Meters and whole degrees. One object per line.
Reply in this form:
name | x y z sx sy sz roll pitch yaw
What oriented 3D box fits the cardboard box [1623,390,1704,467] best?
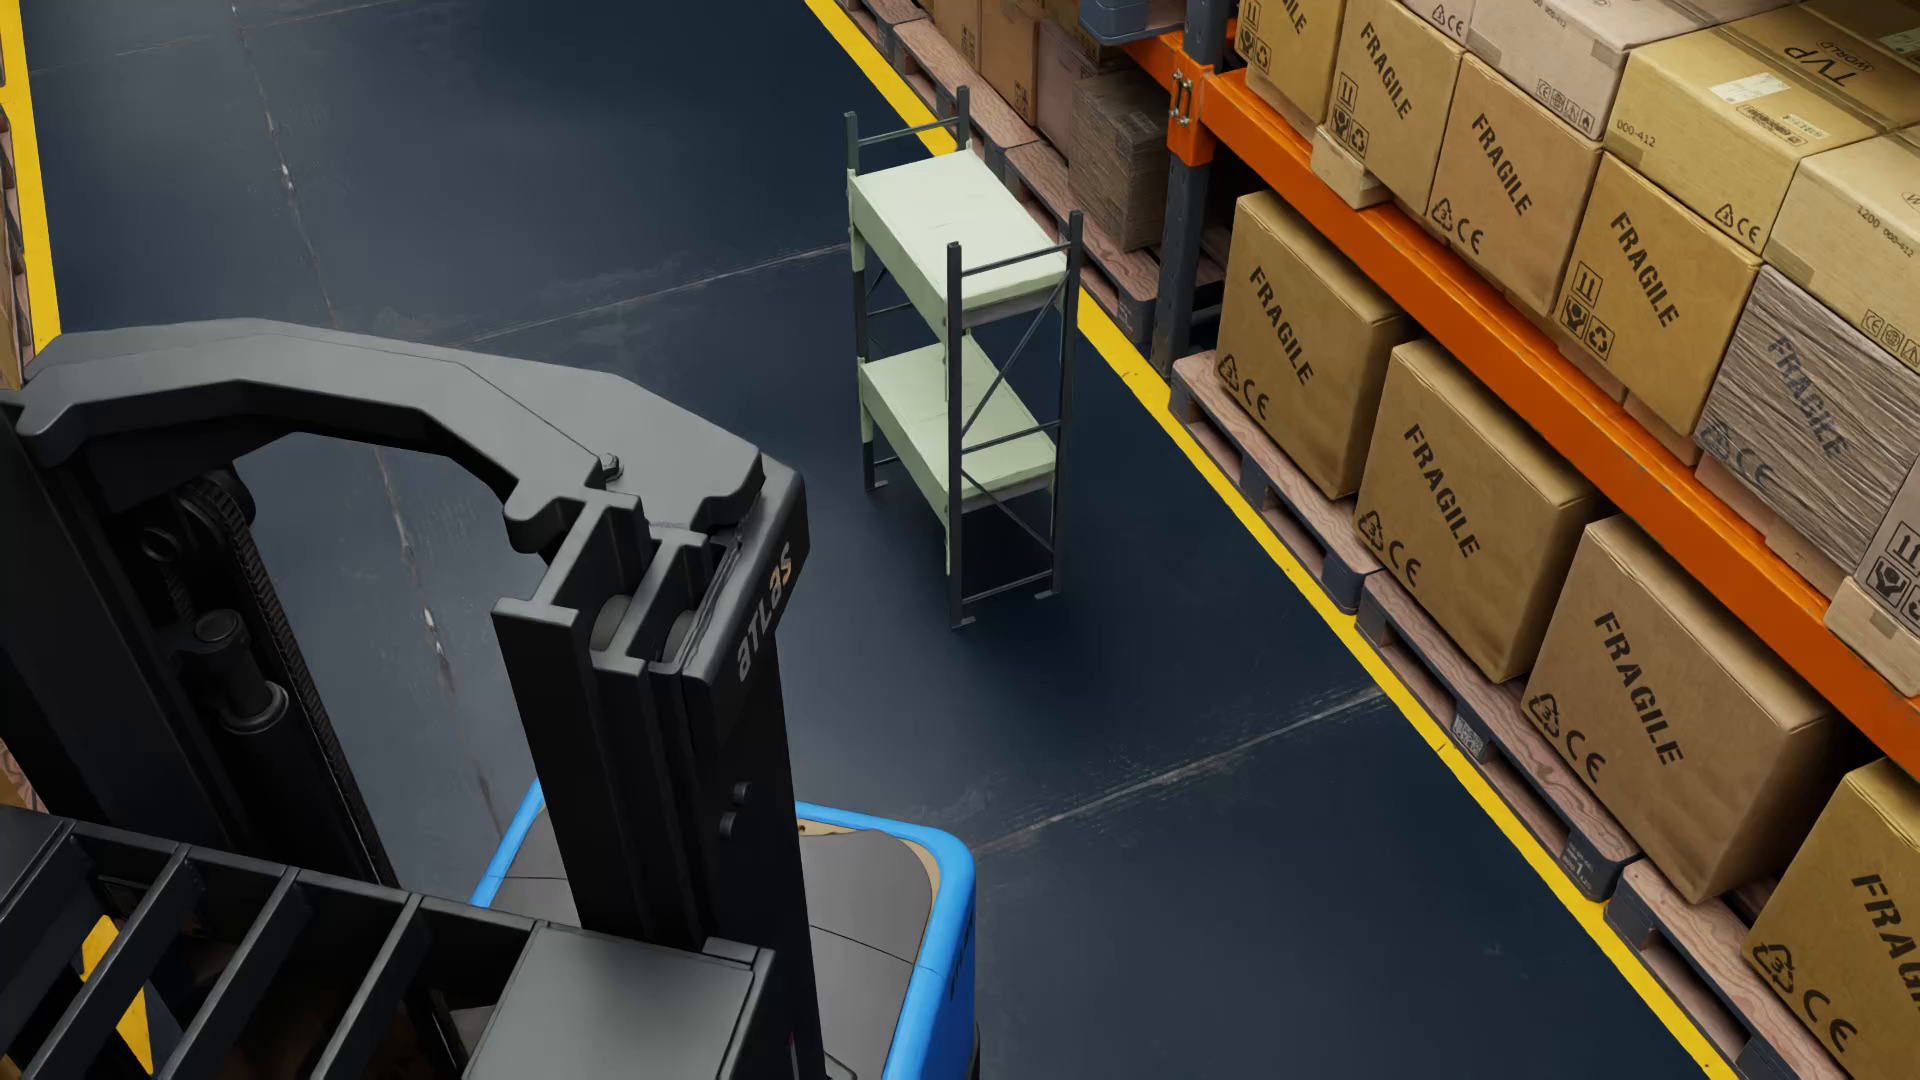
cardboard box | 1.901 -0.358 4.142 0.380 0.149 0.250 -17 47 -16

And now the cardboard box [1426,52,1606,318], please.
cardboard box | 1.605 -0.973 4.303 0.500 0.500 0.500 -18 47 -18

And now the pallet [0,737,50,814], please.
pallet | -3.000 1.082 4.503 1.003 0.211 1.213 -18 47 -17

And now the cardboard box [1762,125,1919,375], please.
cardboard box | 2.046 -0.605 3.396 0.500 0.250 0.500 -17 47 -17

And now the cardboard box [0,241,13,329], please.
cardboard box | -3.885 -0.965 6.251 0.500 0.250 0.500 -17 47 -17

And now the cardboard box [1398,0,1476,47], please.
cardboard box | 1.397 -1.570 4.375 0.500 0.250 0.500 -19 48 -18

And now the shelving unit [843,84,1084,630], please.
shelving unit | -0.003 -0.538 5.228 0.431 1.500 0.755 -18 47 -17

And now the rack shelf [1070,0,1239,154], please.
rack shelf | 0.372 -2.881 7.046 1.077 0.370 4.000 -18 47 -17

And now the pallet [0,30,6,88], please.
pallet | -5.258 -2.473 8.106 1.003 0.211 1.213 -18 47 -17

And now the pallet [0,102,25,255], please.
pallet | -4.616 -1.496 7.116 1.003 0.211 1.213 -18 47 -17

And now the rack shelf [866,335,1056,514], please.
rack shelf | -0.003 -0.376 5.388 0.368 0.124 0.686 -18 47 -17

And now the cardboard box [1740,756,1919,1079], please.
cardboard box | 2.504 0.926 3.907 0.750 0.750 0.750 -18 47 -17

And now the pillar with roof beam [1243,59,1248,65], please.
pillar with roof beam | -2.454 -3.811 3.205 9.100 9.000 0.400 -18 47 -17

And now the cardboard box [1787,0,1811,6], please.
cardboard box | 2.067 -1.407 4.209 0.500 0.250 0.500 -19 48 -18

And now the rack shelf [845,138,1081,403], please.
rack shelf | -0.003 -0.816 4.953 0.431 0.370 0.720 -18 47 -17

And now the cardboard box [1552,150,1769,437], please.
cardboard box | 1.831 -0.644 3.969 0.500 0.500 0.500 -17 47 -16

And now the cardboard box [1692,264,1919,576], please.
cardboard box | 2.046 -0.327 3.648 0.500 0.500 0.500 -18 47 -17

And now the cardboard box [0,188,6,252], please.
cardboard box | -4.097 -1.290 6.580 0.500 0.250 0.500 -17 47 -17

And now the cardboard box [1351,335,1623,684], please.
cardboard box | 1.766 -0.179 5.028 0.750 0.750 0.750 -18 47 -18

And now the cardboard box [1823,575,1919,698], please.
cardboard box | 2.136 0.154 3.623 0.380 0.149 0.250 -18 47 -17

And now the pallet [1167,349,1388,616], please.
pallet | 1.477 -0.345 5.950 1.003 0.211 1.213 -18 47 -17

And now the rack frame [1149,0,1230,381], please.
rack frame | 1.213 -1.863 5.502 1.000 3.000 0.127 -18 47 -17

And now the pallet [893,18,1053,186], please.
pallet | 0.377 -2.145 7.773 1.003 0.211 1.213 -18 47 -17

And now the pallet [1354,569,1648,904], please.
pallet | 1.986 0.431 5.163 1.003 0.211 1.213 -18 47 -17

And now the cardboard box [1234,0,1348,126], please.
cardboard box | 1.185 -1.626 4.965 0.500 0.500 0.500 -17 47 -16

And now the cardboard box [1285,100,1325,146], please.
cardboard box | 1.240 -1.339 5.136 0.380 0.149 0.250 -17 47 -17

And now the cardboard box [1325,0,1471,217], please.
cardboard box | 1.397 -1.290 4.624 0.500 0.500 0.500 -17 47 -16

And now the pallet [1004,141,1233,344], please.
pallet | 0.886 -1.368 6.987 1.003 0.211 1.213 -18 47 -17

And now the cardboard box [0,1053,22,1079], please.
cardboard box | -2.456 1.192 3.872 0.500 0.500 0.500 -20 48 -19

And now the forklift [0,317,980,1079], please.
forklift | -0.791 1.310 2.381 1.129 2.867 3.031 10 45 10

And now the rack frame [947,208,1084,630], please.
rack frame | 0.151 -0.305 4.991 0.400 1.500 0.023 -18 47 -17

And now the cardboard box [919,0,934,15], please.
cardboard box | 0.119 -2.900 8.020 0.700 0.500 0.500 -19 48 -18

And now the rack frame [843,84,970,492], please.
rack frame | -0.157 -0.771 5.464 0.400 1.500 0.023 -18 47 -17

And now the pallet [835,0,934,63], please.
pallet | -0.140 -2.923 8.562 1.003 0.211 1.213 -18 47 -17

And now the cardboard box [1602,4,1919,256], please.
cardboard box | 1.831 -0.929 3.725 0.500 0.250 0.500 -19 48 -18

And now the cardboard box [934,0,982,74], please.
cardboard box | 0.297 -2.563 7.678 0.700 0.500 0.500 -18 47 -17

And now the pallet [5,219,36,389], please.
pallet | -4.099 -0.717 6.327 1.003 0.211 1.213 -18 47 -17

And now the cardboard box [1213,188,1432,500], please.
cardboard box | 1.404 -0.740 5.595 0.750 0.750 0.750 -19 48 -18

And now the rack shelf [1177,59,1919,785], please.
rack shelf | 2.054 -0.332 4.463 1.077 0.370 4.000 -18 47 -17

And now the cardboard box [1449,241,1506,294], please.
cardboard box | 1.609 -0.858 4.648 0.380 0.149 0.250 -17 47 -17

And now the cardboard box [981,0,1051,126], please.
cardboard box | 0.518 -2.244 7.355 0.700 0.500 0.500 -18 47 -18

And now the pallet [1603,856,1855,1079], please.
pallet | 2.502 1.210 4.374 1.003 0.211 1.213 -18 47 -17

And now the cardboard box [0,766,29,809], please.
cardboard box | -2.673 0.863 4.207 0.500 0.500 0.500 -16 47 -16

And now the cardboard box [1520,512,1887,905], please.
cardboard box | 2.128 0.361 4.480 0.750 0.750 0.750 -17 47 -16

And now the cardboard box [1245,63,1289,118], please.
cardboard box | 1.142 -1.502 5.301 0.380 0.149 0.250 -19 48 -18
